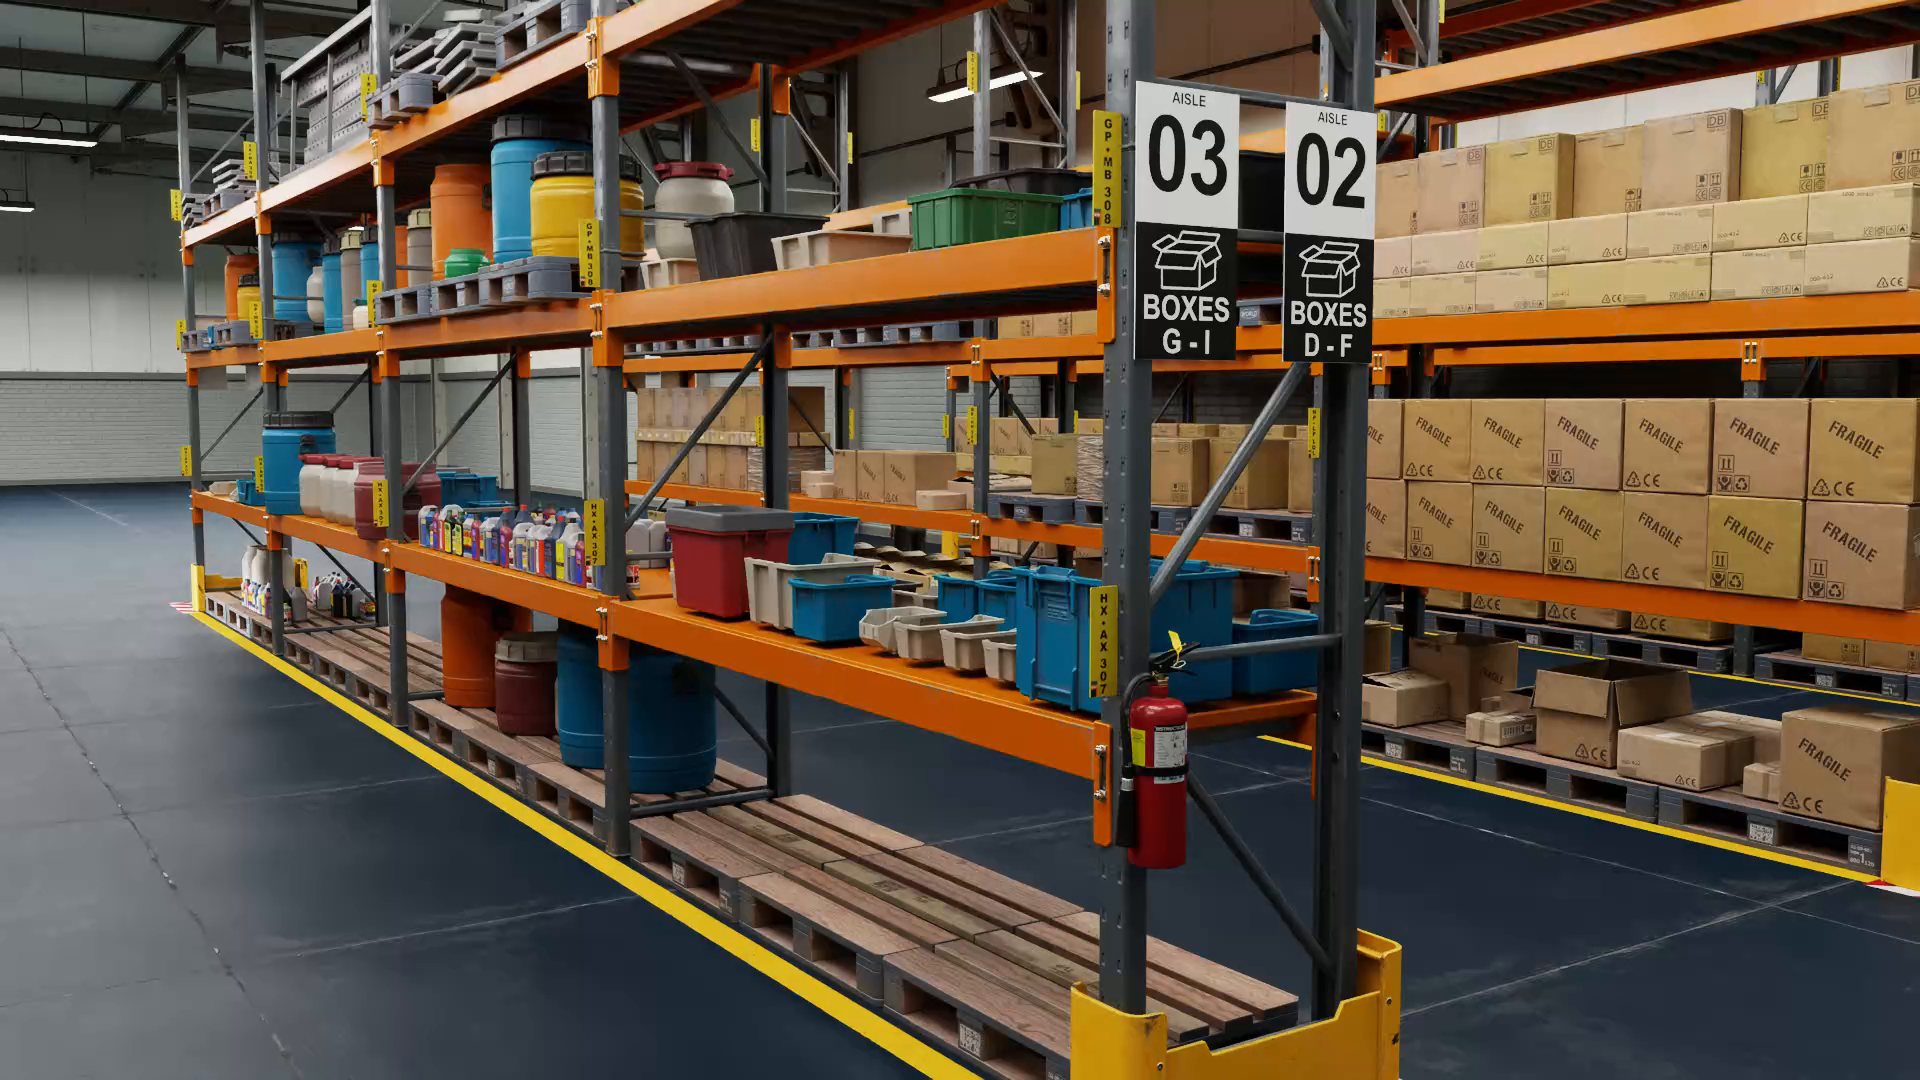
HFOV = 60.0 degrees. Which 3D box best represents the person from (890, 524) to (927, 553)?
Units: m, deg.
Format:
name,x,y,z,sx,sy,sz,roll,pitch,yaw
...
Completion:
name,x,y,z,sx,sy,sz,roll,pitch,yaw
person,-0.582,-0.135,19.179,0.506,1.654,0.350,-3,6,-35
